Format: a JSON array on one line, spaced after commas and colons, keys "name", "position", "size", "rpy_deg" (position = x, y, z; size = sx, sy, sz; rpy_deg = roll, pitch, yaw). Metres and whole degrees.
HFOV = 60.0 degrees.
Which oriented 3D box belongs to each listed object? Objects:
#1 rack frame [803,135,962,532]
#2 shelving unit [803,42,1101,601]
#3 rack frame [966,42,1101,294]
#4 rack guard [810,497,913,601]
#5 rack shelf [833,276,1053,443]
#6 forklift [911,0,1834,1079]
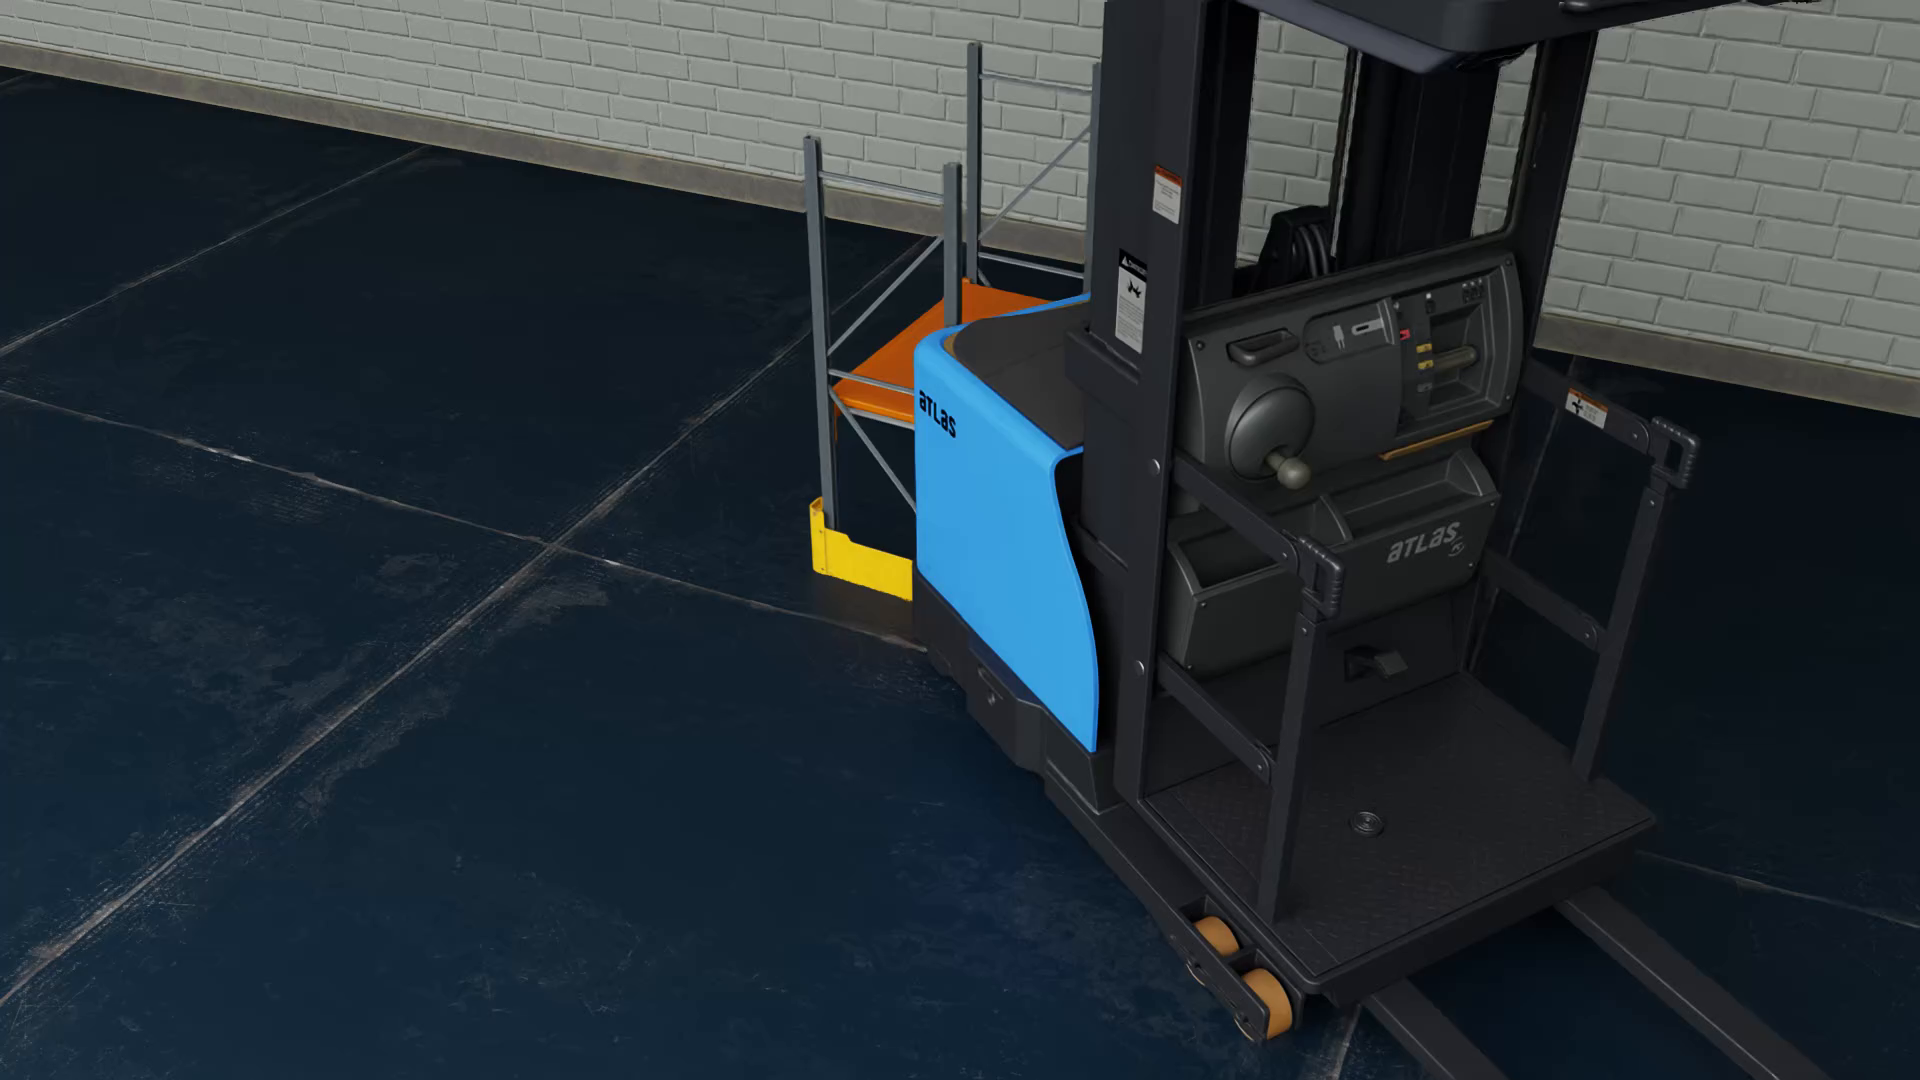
[{"name": "rack frame", "position": [-0.223, -0.471, 5.100], "size": [0.500, 1.500, 0.032], "rpy_deg": [16, 37, 23]}, {"name": "shelving unit", "position": [0.010, -0.713, 5.469], "size": [0.587, 1.500, 1.083], "rpy_deg": [16, 37, 23]}, {"name": "rack frame", "position": [0.251, -0.964, 5.852], "size": [0.500, 1.500, 0.032], "rpy_deg": [16, 37, 23]}, {"name": "rack guard", "position": [-0.223, 0.052, 5.443], "size": [0.587, 0.250, 0.087], "rpy_deg": [16, 37, 23]}, {"name": "rack shelf", "position": [0.014, -0.567, 5.574], "size": [0.538, 0.185, 1.000], "rpy_deg": [16, 37, 23]}, {"name": "forklift", "position": [1.008, -0.328, 3.577], "size": [1.130, 2.935, 3.031], "rpy_deg": [-17, 37, -24]}]
